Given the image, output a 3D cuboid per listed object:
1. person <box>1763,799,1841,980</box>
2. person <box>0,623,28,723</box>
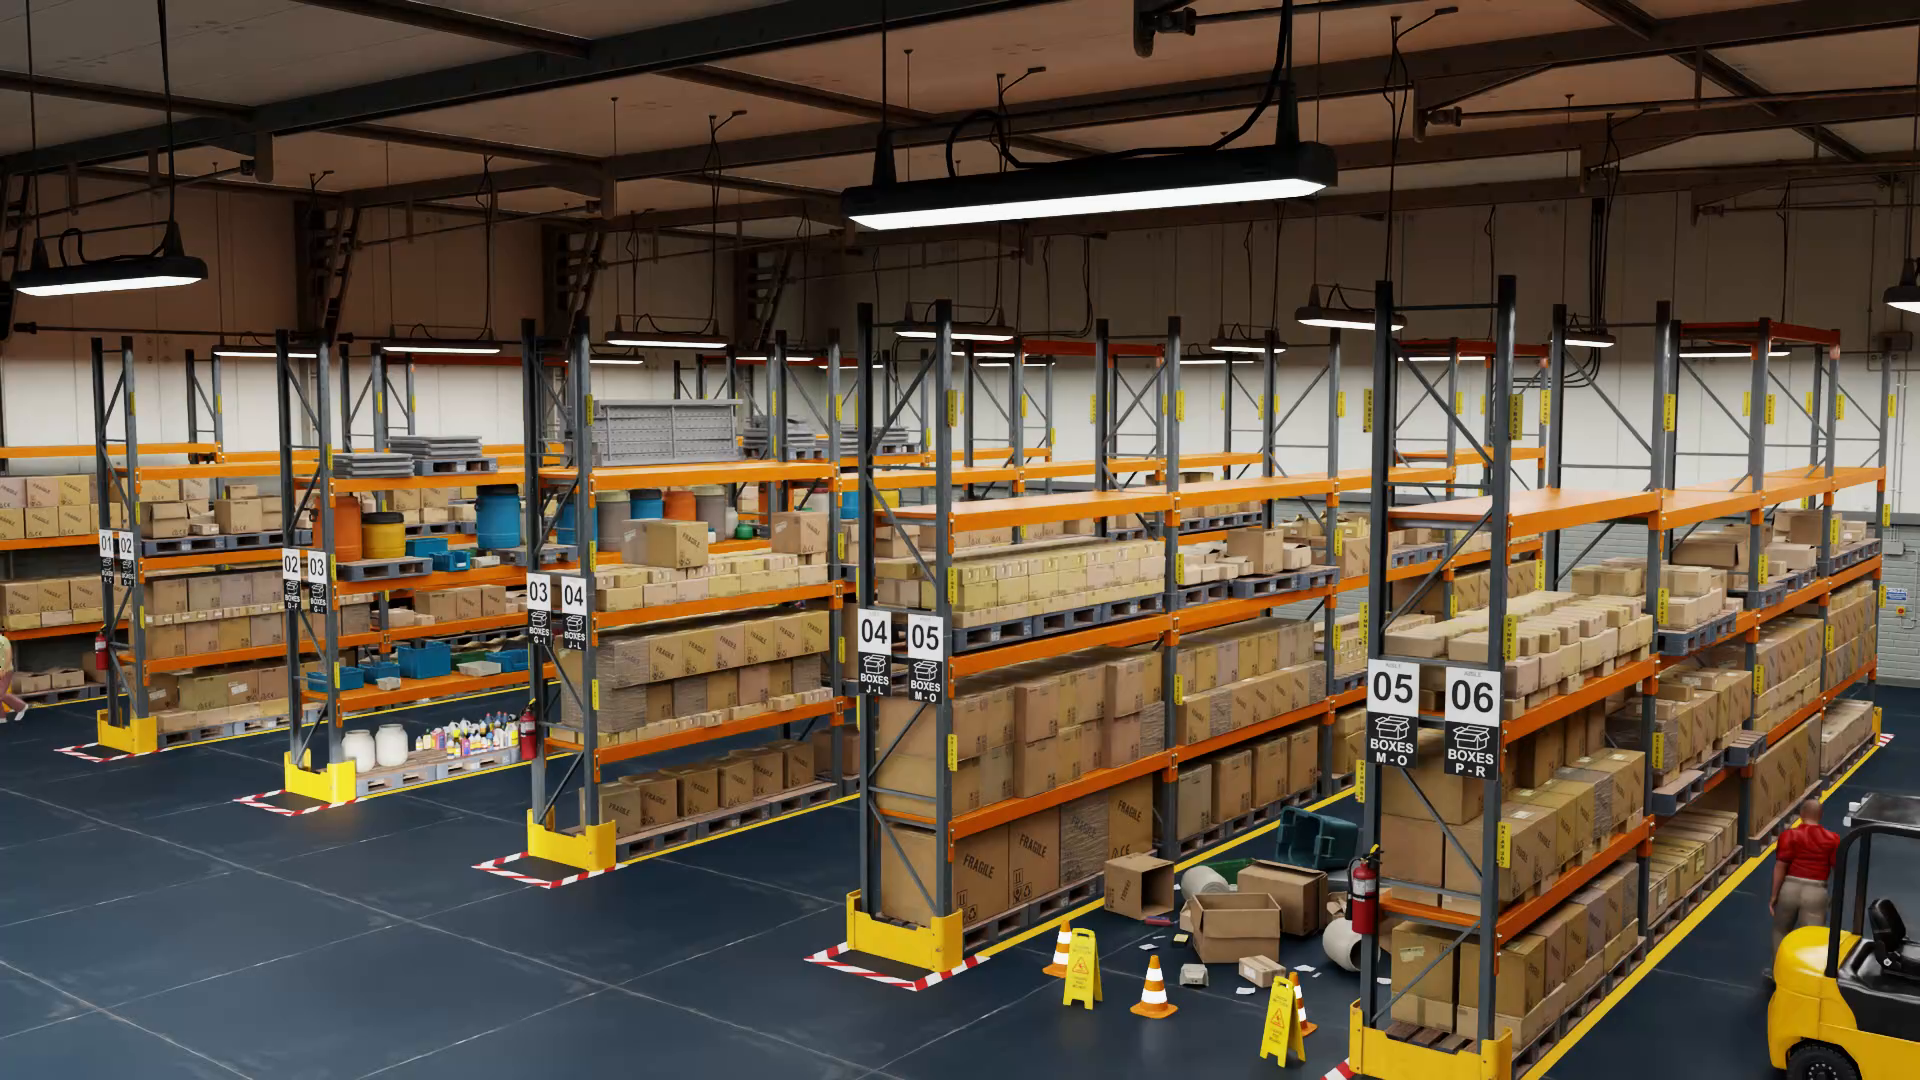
[{"bbox_3d":[7.255,3.069,14.336,0.638,1.714,0.795,3,6,34],"label":"person"},{"bbox_3d":[-15.050,2.073,26.198,0.545,1.657,0.604,4,6,37],"label":"person"}]
